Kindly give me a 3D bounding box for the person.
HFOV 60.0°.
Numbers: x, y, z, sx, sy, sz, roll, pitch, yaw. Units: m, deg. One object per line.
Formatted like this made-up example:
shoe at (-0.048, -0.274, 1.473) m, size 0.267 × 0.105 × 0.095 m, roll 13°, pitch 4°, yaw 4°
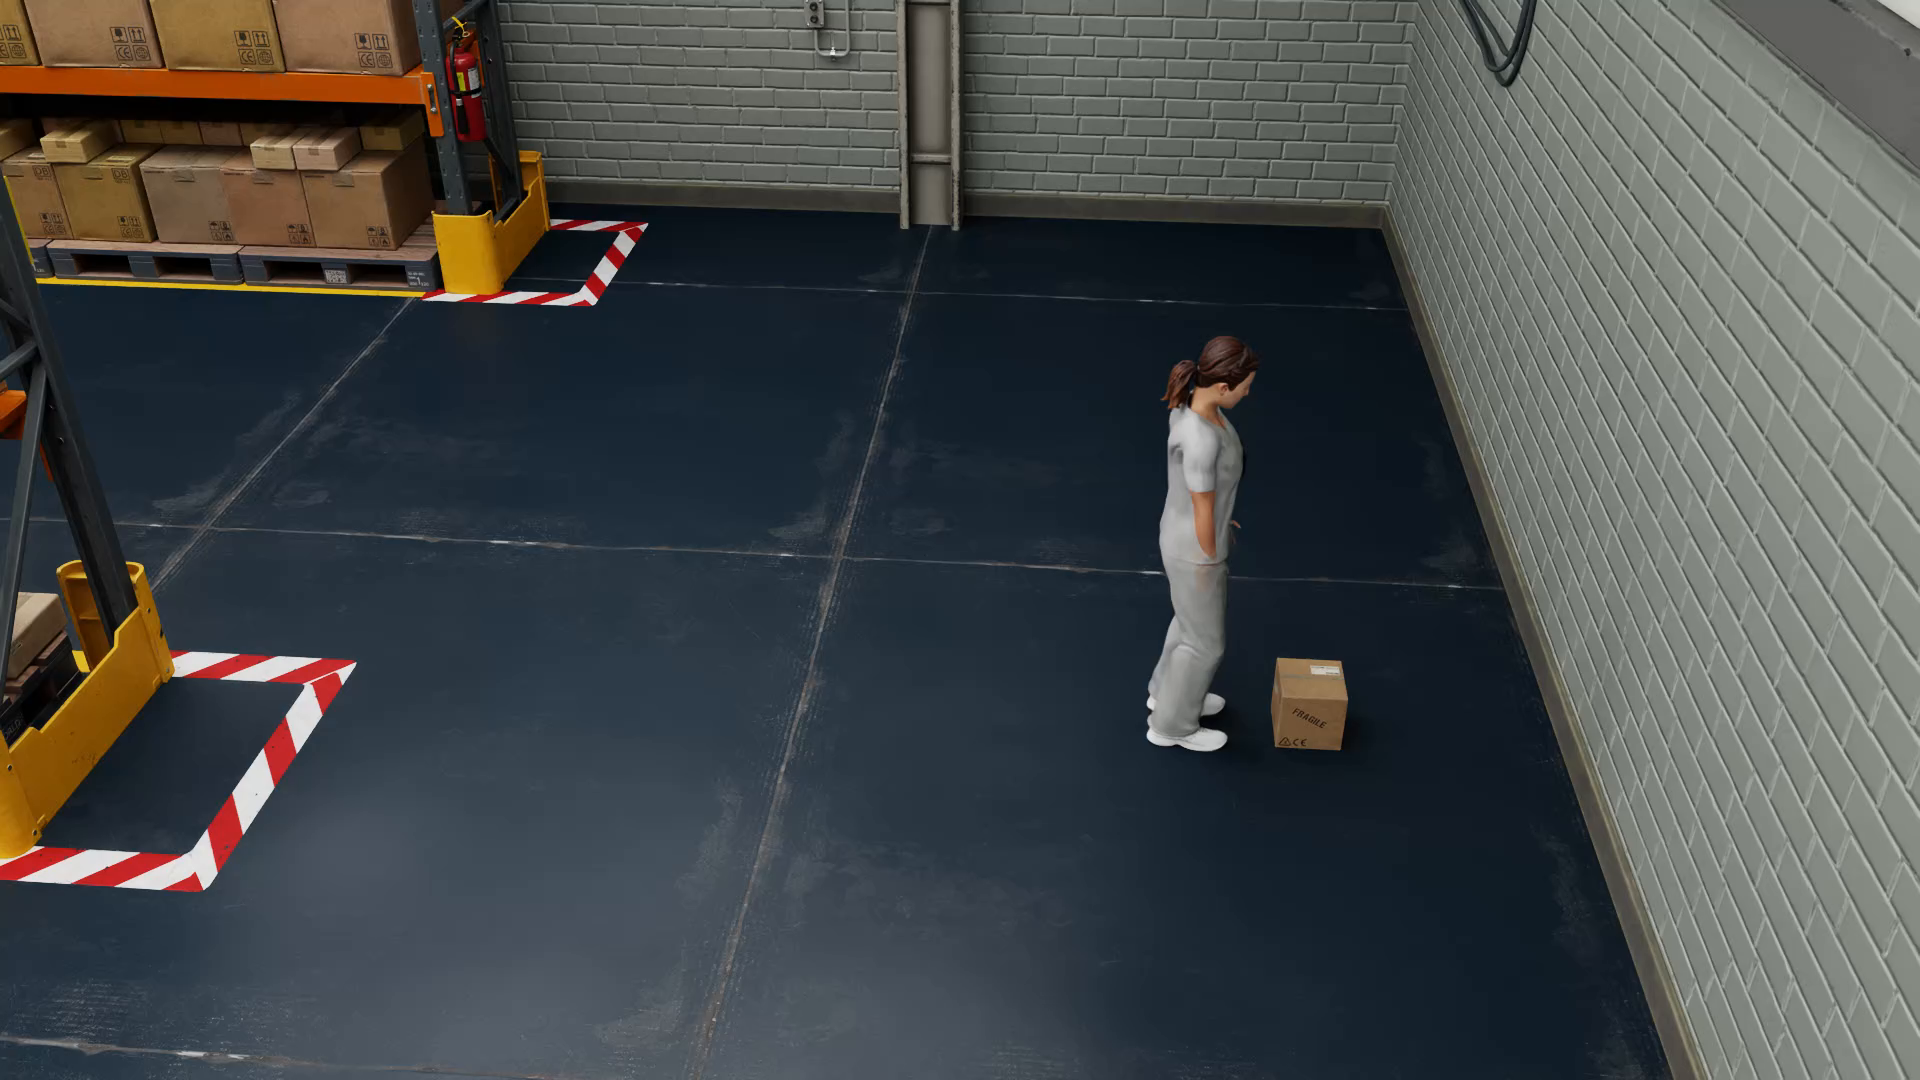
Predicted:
person at (0.873, 0.010, 6.138) m, size 0.353 × 1.665 × 0.447 m, roll 3°, pitch 32°, yaw 5°
